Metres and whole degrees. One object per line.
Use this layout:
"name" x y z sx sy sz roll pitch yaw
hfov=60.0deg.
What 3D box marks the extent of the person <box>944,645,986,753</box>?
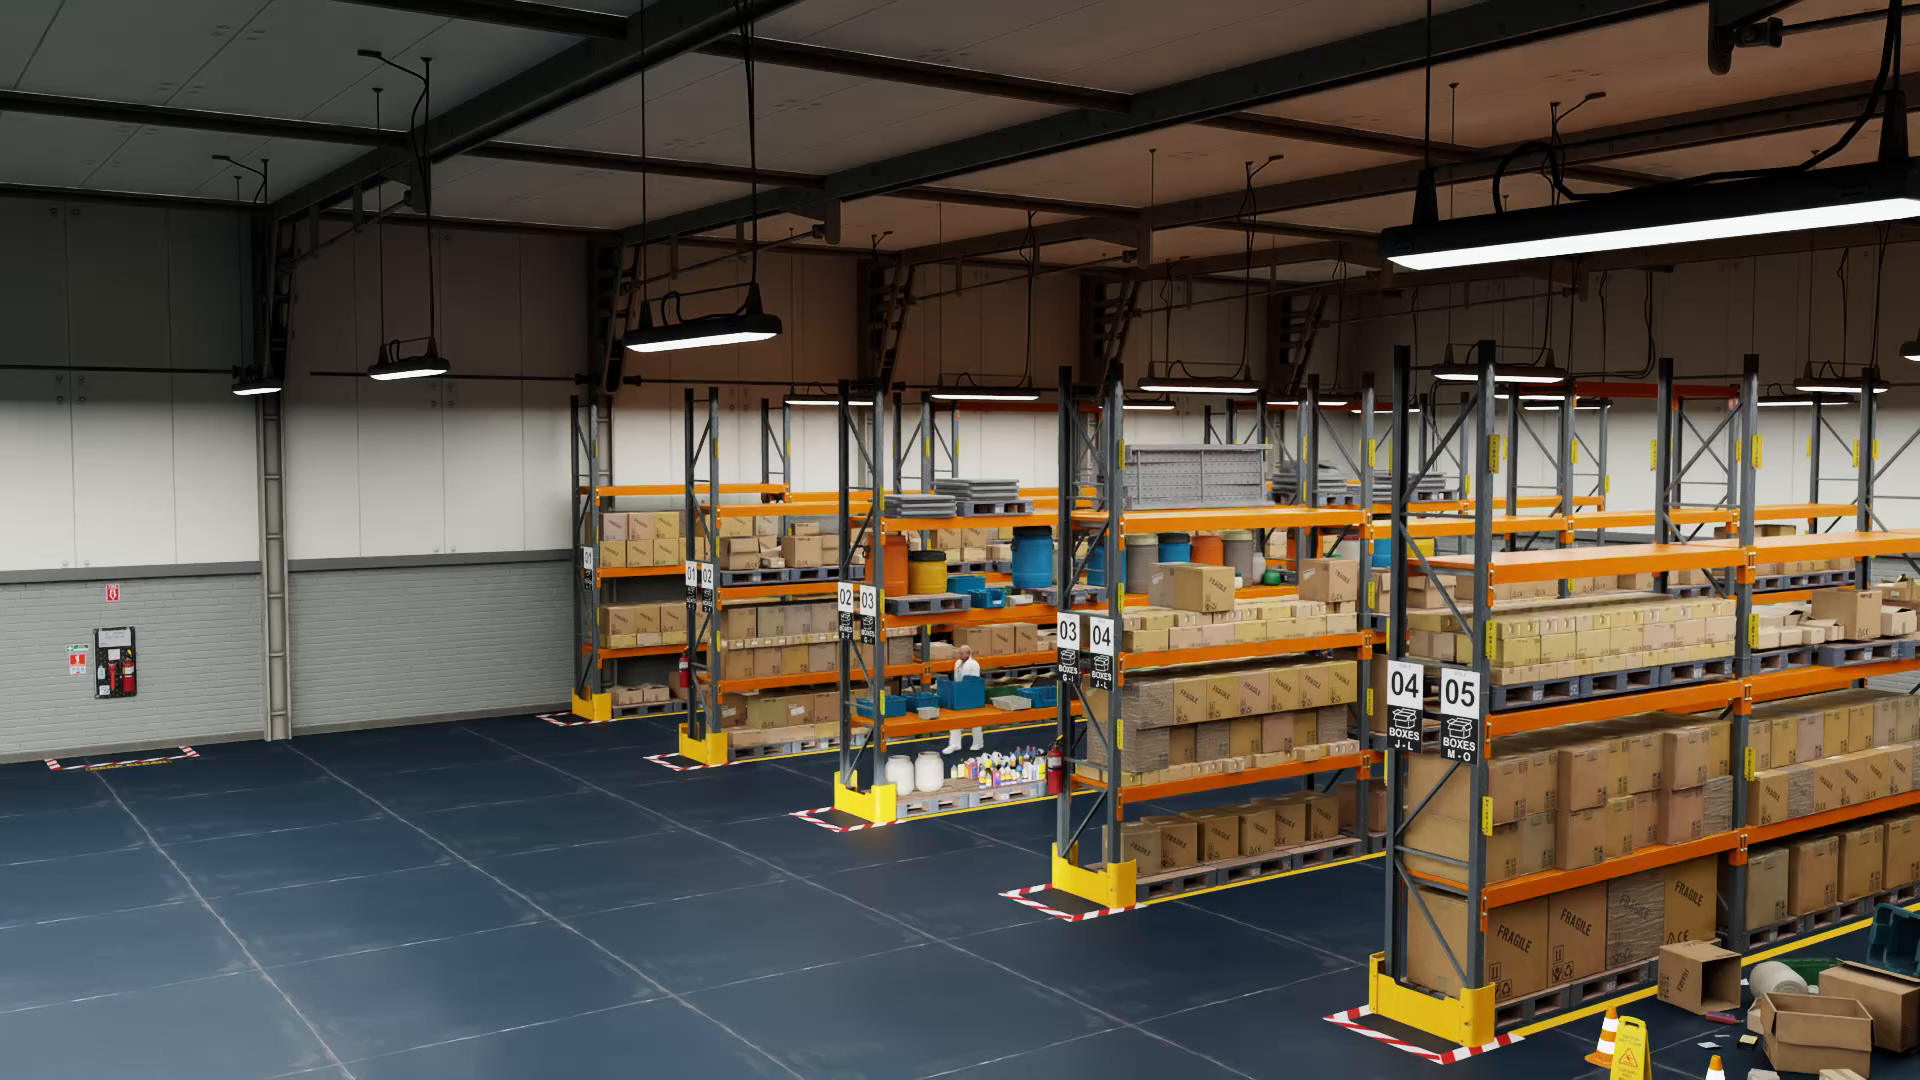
"person" 0.114 2.624 27.531 0.737 1.783 0.646 -2 4 -31
